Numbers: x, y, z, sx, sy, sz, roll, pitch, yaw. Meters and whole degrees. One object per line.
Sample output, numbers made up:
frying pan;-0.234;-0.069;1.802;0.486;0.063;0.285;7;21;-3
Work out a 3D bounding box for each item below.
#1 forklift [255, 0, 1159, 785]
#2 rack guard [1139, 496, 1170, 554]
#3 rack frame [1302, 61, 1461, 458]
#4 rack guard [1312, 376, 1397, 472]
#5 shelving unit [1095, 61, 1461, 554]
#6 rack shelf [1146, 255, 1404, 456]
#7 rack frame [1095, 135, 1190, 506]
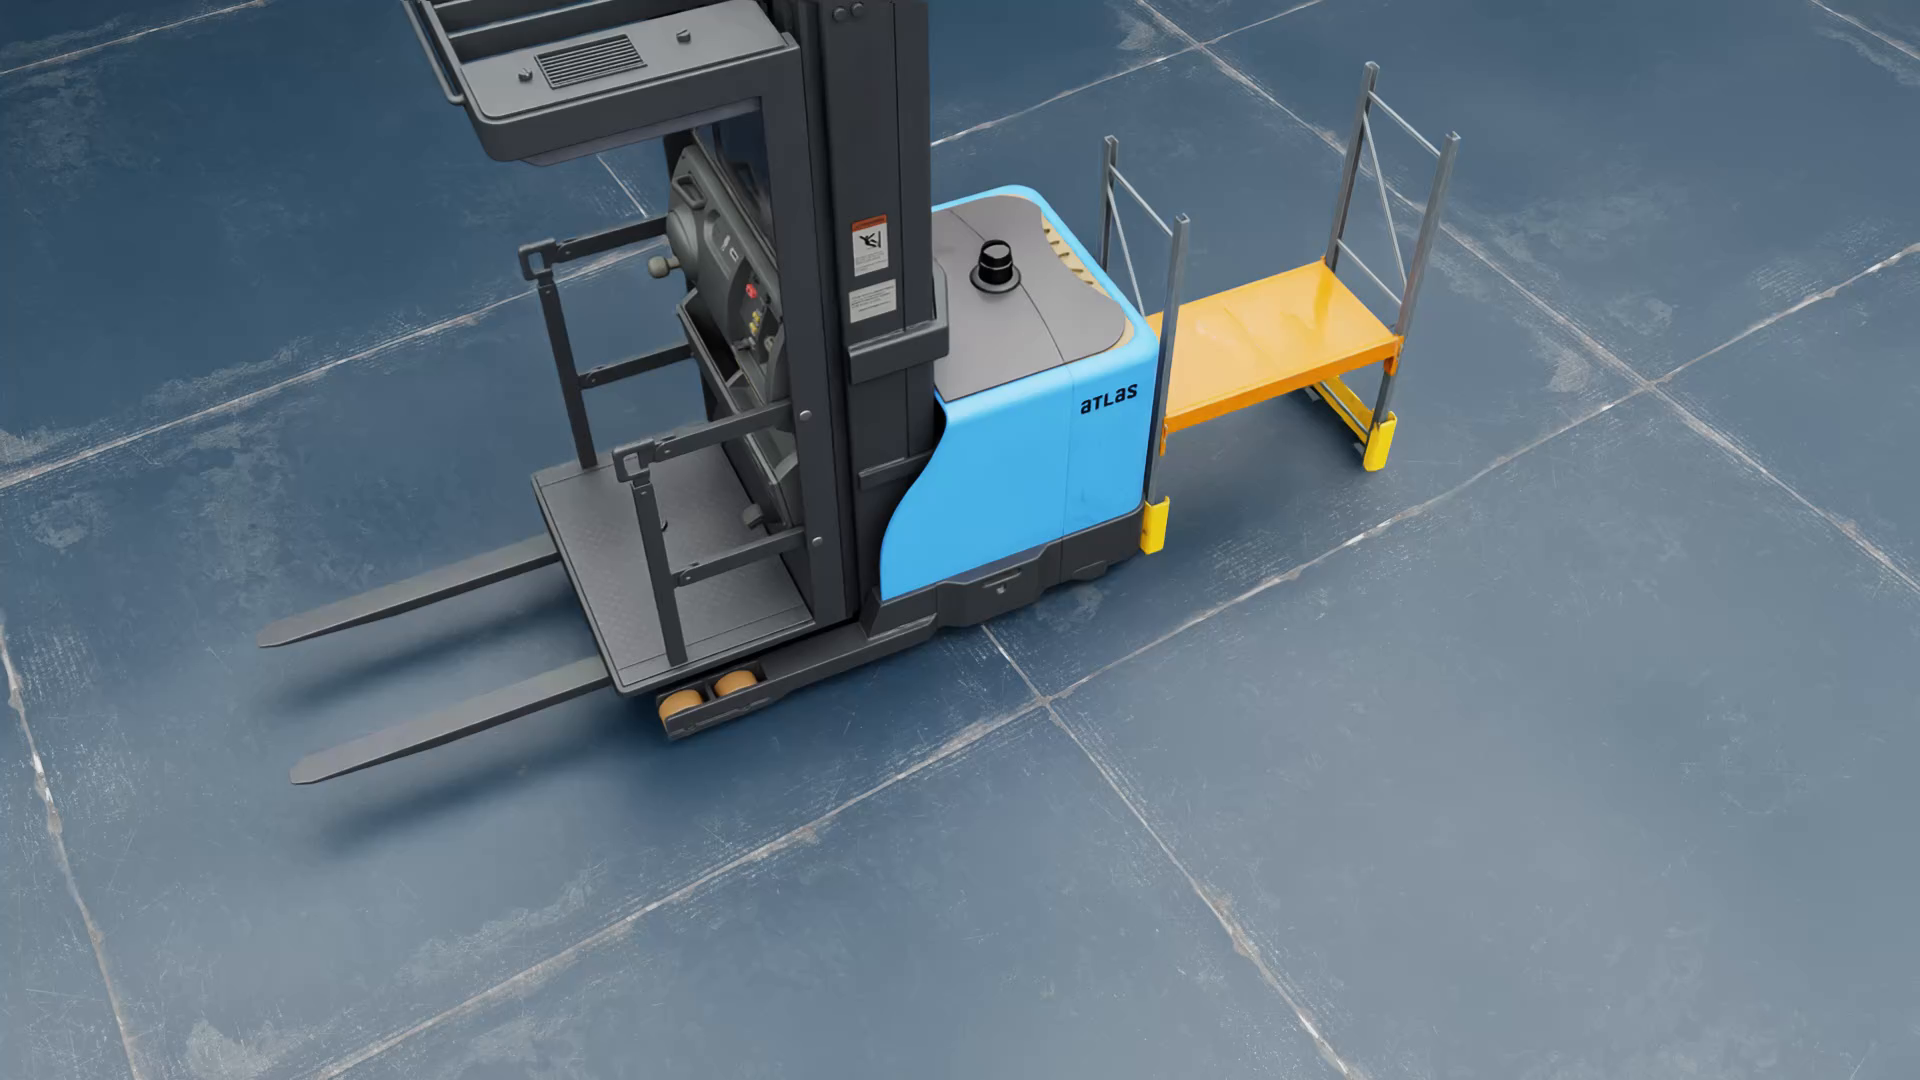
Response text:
forklift;-0.891;-0.760;4.965;3.031;2.935;1.130;-19;51;-17
rack guard;0.606;-0.238;6.294;0.087;0.250;0.587;-19;51;-17
rack frame;1.508;-0.971;6.111;0.032;1.500;0.500;-19;51;-17
rack guard;1.507;-0.555;6.577;0.087;0.250;0.587;-19;51;-17
shelving unit;1.057;-0.812;5.969;1.083;1.500;0.587;-19;51;-17
rack shelf;1.048;-0.690;6.101;1.000;0.185;0.538;-19;51;-17
rack frame;0.589;-0.647;5.822;0.032;1.500;0.500;-19;51;-17
